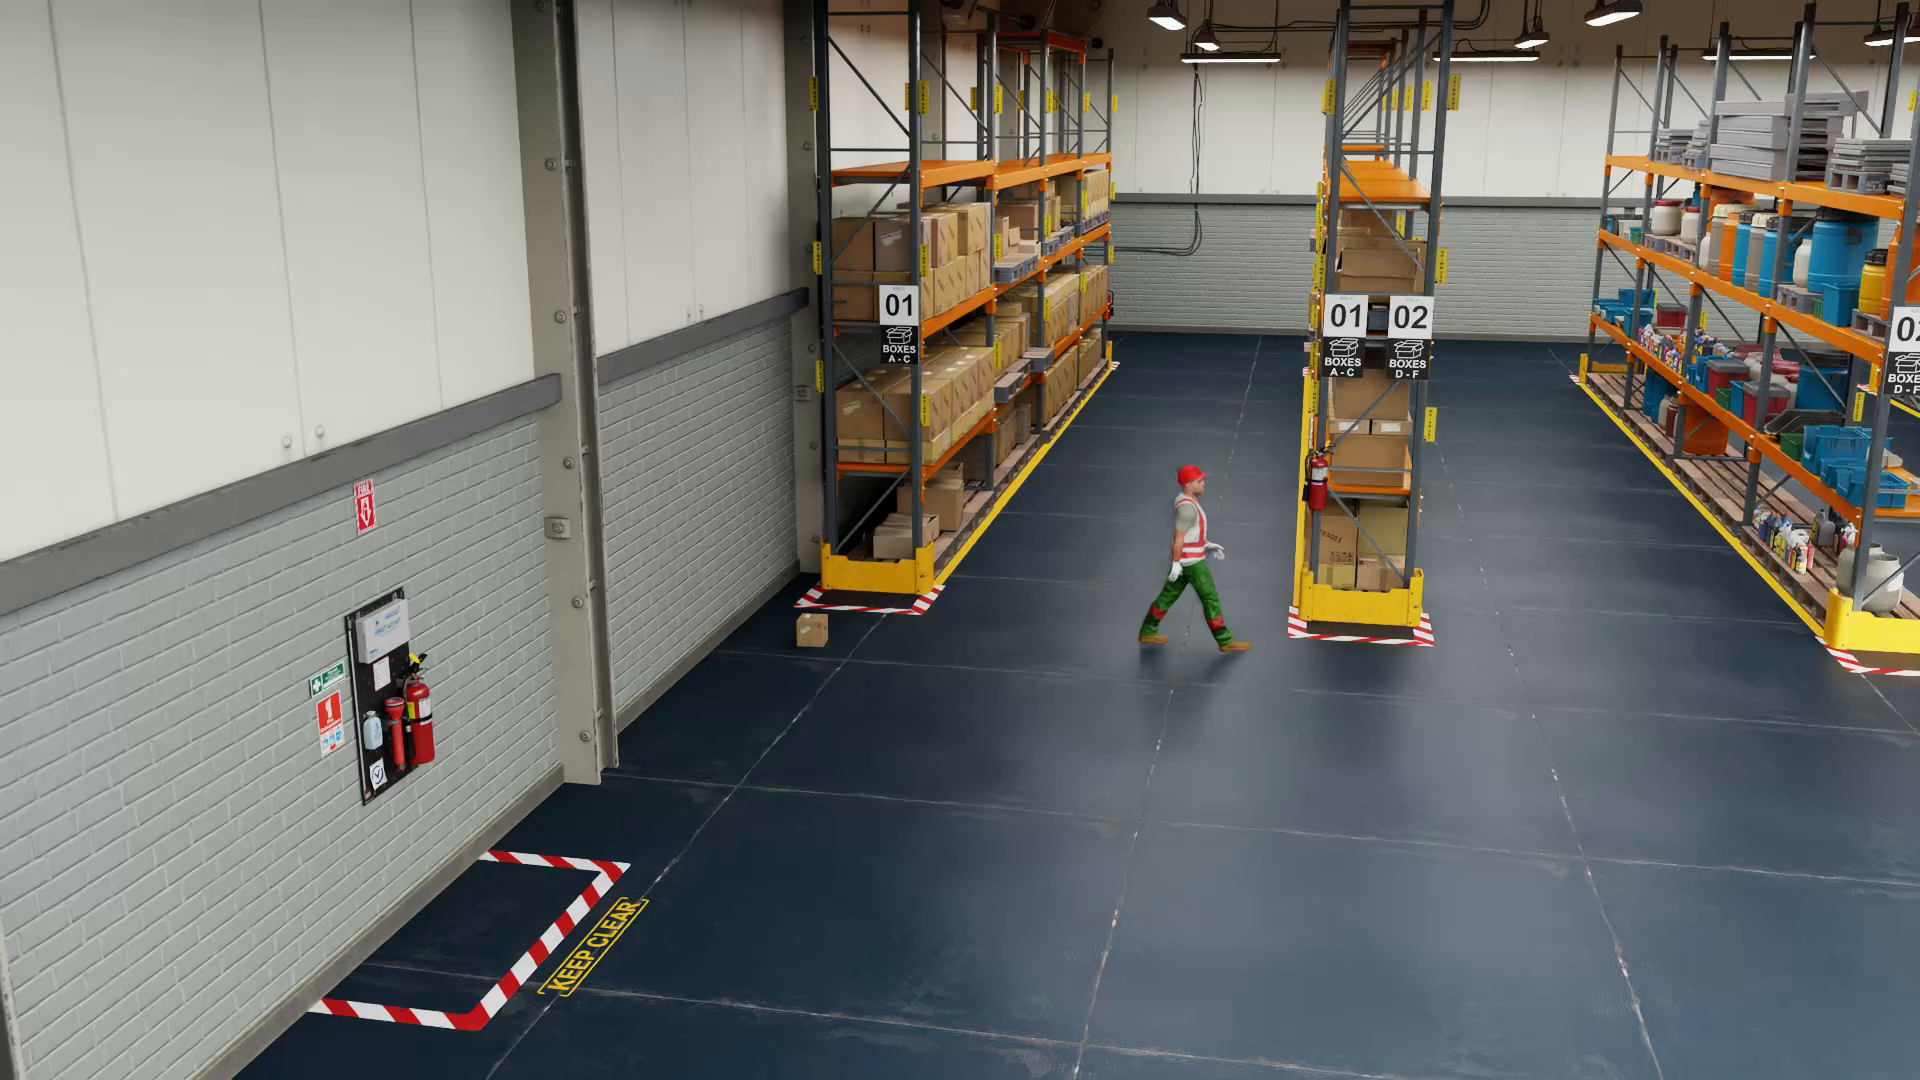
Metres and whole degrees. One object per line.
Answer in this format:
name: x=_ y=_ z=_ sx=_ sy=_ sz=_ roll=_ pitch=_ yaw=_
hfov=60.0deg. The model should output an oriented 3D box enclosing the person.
person: x=2.190 y=0.157 z=15.317 sx=1.038 sy=1.733 sz=0.547 roll=1 pitch=15 yaw=3
